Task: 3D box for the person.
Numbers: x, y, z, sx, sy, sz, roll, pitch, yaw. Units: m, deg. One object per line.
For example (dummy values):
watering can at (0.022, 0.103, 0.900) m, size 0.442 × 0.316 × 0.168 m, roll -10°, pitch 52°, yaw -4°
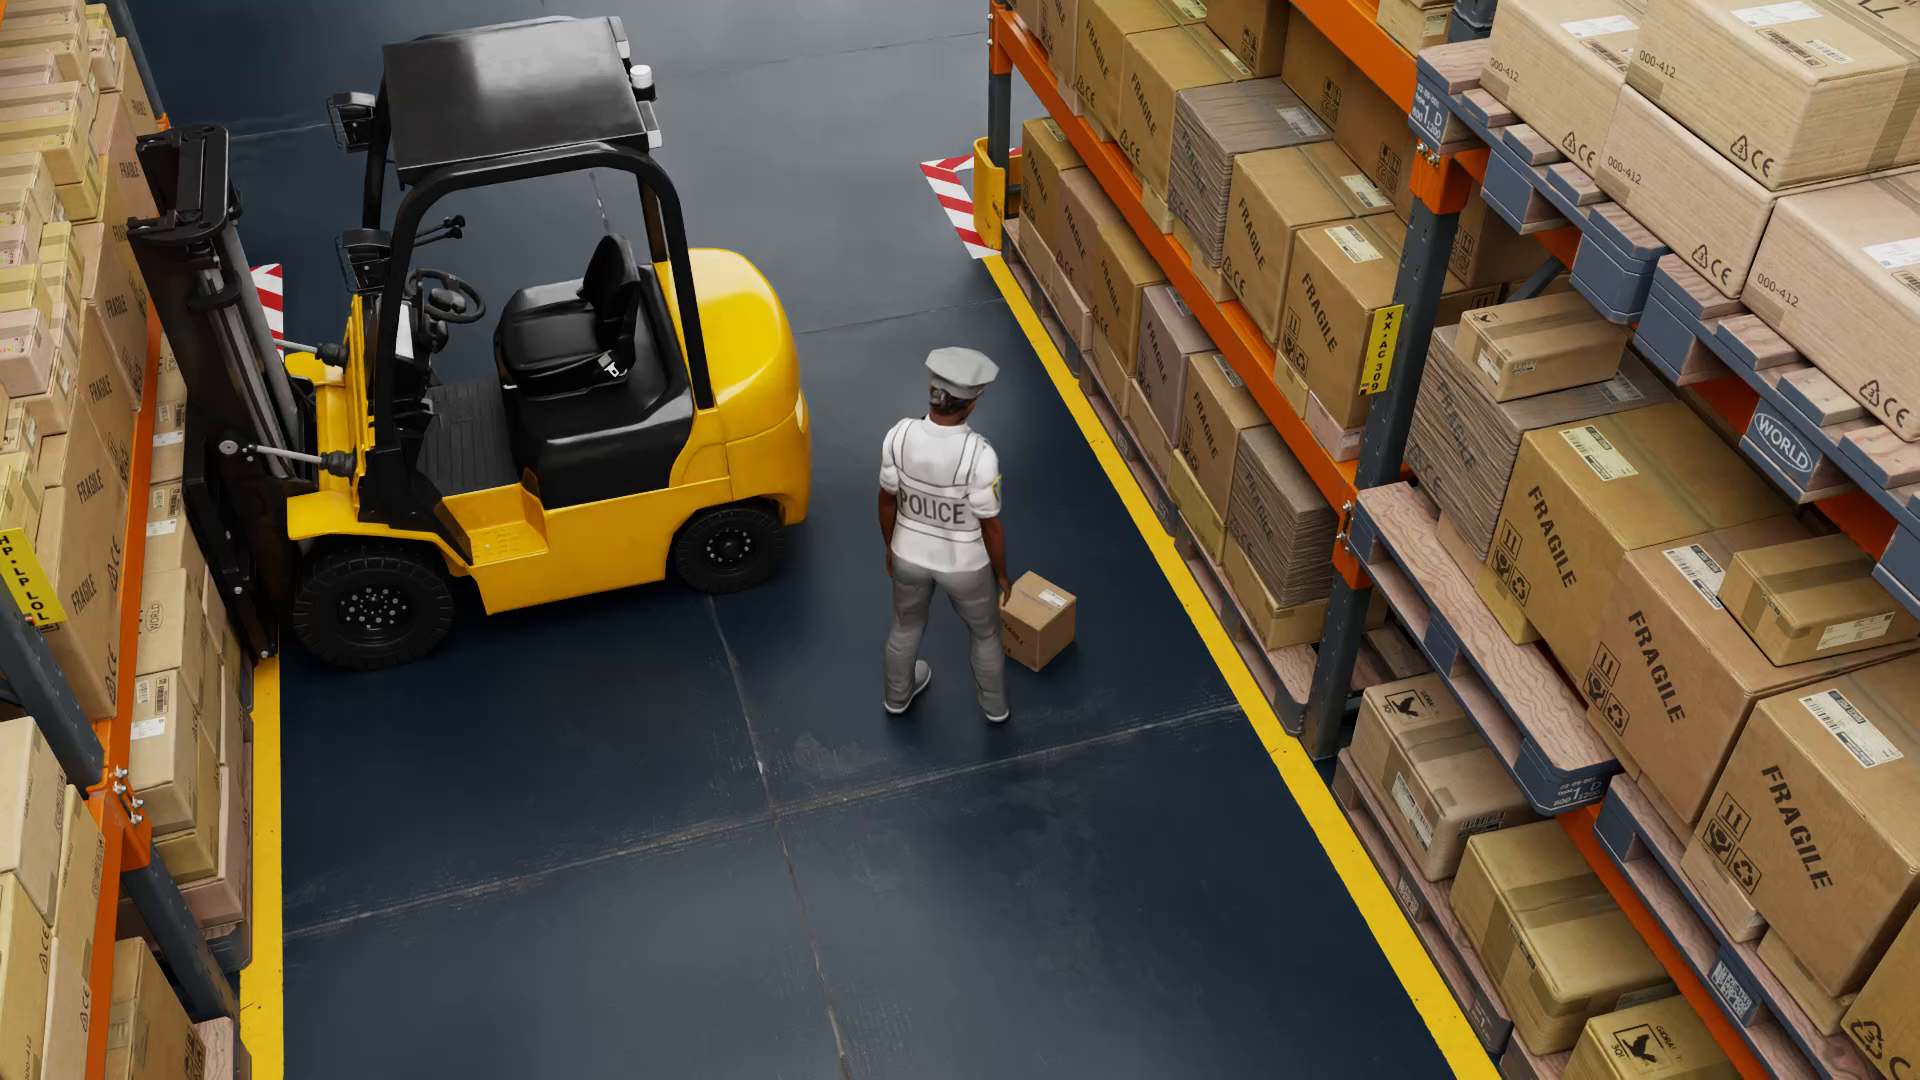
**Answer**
person at (-0.028, 0.039, 6.101) m, size 0.505 × 1.653 × 0.423 m, roll 16°, pitch 45°, yaw 17°
